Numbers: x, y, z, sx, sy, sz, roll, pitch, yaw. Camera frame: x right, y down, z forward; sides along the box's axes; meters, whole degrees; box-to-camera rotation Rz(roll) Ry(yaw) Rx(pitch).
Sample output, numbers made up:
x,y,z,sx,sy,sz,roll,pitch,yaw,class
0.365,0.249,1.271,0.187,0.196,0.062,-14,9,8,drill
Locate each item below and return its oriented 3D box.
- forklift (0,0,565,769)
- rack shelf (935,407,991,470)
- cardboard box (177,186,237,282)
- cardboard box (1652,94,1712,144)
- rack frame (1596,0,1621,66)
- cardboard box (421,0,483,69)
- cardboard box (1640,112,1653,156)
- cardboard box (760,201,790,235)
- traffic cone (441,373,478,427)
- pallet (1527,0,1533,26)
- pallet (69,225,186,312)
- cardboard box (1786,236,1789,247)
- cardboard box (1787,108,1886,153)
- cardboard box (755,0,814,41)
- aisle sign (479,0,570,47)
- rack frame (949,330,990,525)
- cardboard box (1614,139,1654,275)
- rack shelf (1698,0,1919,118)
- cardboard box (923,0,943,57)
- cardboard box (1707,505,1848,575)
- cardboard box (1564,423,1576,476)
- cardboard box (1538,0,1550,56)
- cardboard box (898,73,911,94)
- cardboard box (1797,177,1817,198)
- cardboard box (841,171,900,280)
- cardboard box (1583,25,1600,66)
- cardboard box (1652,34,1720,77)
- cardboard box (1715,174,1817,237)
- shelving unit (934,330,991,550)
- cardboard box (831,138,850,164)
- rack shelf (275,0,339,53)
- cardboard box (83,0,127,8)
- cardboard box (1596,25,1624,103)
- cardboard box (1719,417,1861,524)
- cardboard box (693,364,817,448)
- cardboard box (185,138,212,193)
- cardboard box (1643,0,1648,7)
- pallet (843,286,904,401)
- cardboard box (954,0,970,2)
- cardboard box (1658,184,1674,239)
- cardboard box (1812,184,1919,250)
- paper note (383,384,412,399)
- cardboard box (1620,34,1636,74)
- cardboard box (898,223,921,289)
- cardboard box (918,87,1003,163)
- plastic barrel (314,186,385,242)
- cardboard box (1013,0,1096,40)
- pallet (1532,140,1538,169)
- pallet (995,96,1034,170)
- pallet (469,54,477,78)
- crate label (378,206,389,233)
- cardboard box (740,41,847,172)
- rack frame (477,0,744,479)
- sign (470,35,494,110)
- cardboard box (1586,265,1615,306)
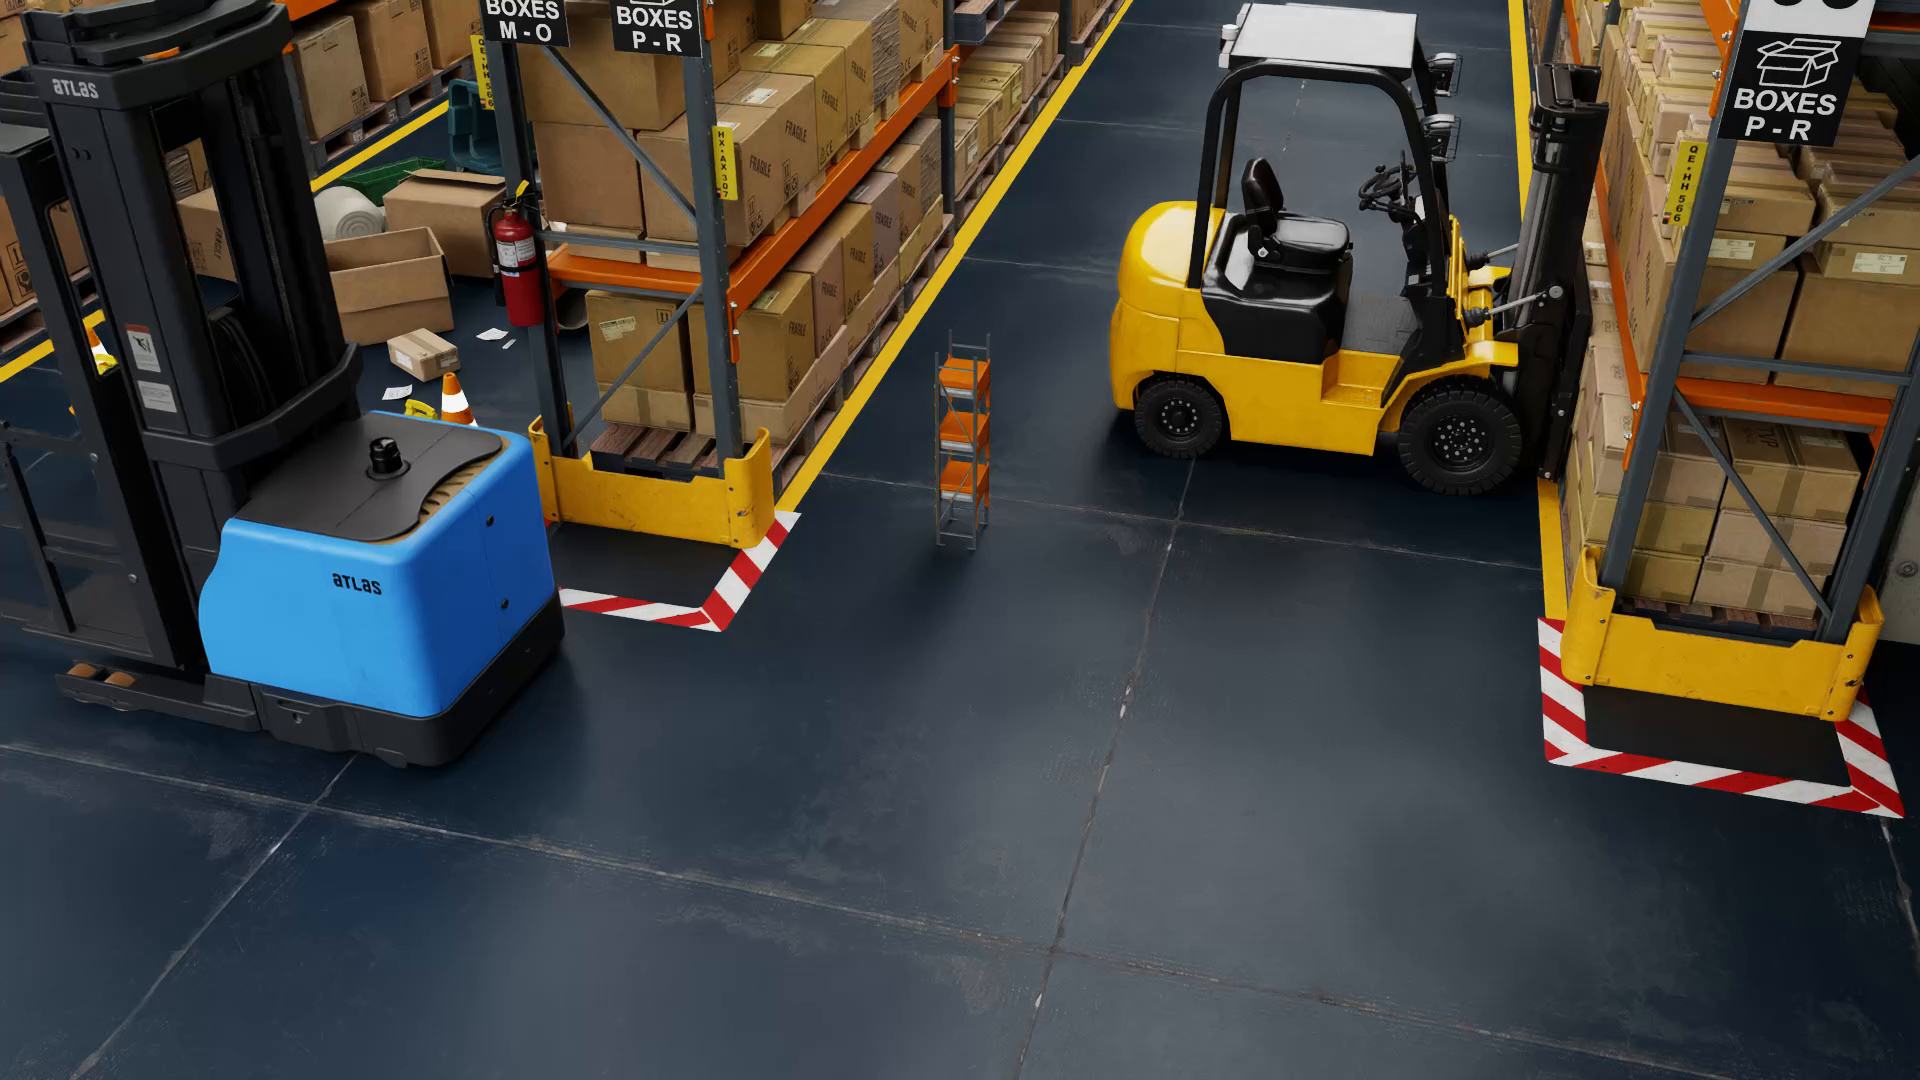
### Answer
x,y,z,sx,sy,sz,roll,pitch,yaw,class
-3.344,-0.765,6.721,3.031,2.935,1.130,10,34,15,forklift
0.014,-0.462,8.018,0.215,0.259,0.240,8,33,12,rack shelf
-4.749,-2.042,10.994,0.500,0.500,0.500,14,35,21,cardboard box
3.307,-1.867,7.416,0.380,0.149,0.250,9,33,14,cardboard box
4.268,-2.746,9.773,1.000,3.000,0.127,8,33,12,rack frame
-4.792,-4.587,14.375,1.050,0.750,0.750,9,33,13,cardboard box
3.372,-1.873,7.703,0.380,0.149,0.250,8,33,13,cardboard box
-1.066,-1.646,8.277,0.380,0.149,0.250,7,33,11,cardboard box
-2.687,-0.672,8.876,0.336,0.463,0.334,8,33,12,traffic cone
6.129,-5.293,16.380,1.003,0.211,1.213,8,33,12,pallet
-5.924,-1.845,10.956,1.003,0.211,1.213,8,33,12,pallet
3.758,-1.205,7.256,0.500,0.500,0.500,9,34,14,cardboard box
3.817,-1.793,7.300,0.380,0.149,0.250,9,34,14,cardboard box
-1.204,-3.009,8.884,0.700,0.500,0.500,8,33,12,cardboard box
-1.845,-2.448,6.882,0.394,0.787,0.004,8,33,12,aisle sign
0.045,-0.534,8.112,0.200,1.050,0.008,8,33,12,rack frame
3.395,-1.537,7.779,0.500,0.500,0.500,7,33,11,cardboard box
3.761,-2.670,7.529,1.077,0.370,4.000,8,33,12,rack shelf
-0.406,-3.323,10.311,0.500,0.500,0.500,7,33,11,cardboard box
3.574,-0.114,7.338,0.500,0.250,0.500,9,33,13,cardboard box
3.338,-0.489,8.395,0.500,0.250,0.500,8,33,13,cardboard box
5.320,-4.451,14.394,0.500,0.500,0.500,8,33,12,cardboard box
-0.519,-2.850,10.172,0.380,0.149,0.250,8,33,13,cardboard box
3.662,-1.394,6.949,0.380,0.149,0.250,7,33,12,cardboard box
-0.680,-1.880,9.884,0.500,0.500,0.500,10,34,15,cardboard box
4.143,-2.980,10.281,0.500,0.250,0.500,9,33,13,cardboard box
3.650,-2.383,8.227,0.380,0.149,0.250,8,33,12,cardboard box
3.140,-1.326,6.565,0.380,0.149,0.250,8,33,12,cardboard box
0.014,-0.471,8.012,0.215,1.050,0.252,8,33,12,shelving unit
-0.820,-2.188,9.130,0.380,0.149,0.250,7,33,11,cardboard box
-4.840,-4.775,13.636,1.077,0.370,4.000,8,33,12,rack shelf
-5.798,-3.359,10.597,0.875,0.550,0.550,8,33,12,cardboard box
3.903,-2.593,9.440,0.500,0.500,0.500,7,33,11,cardboard box
3.558,-0.333,7.217,0.500,0.250,0.500,8,33,12,cardboard box
-1.077,-0.742,8.792,0.500,0.250,0.500,8,33,12,cardboard box
-5.575,-3.005,11.770,0.875,0.875,0.875,9,33,13,cardboard box
3.939,-2.912,9.059,0.380,0.149,0.250,9,33,13,cardboard box
-0.978,-1.254,10.027,1.003,0.211,1.213,8,33,12,pallet
-0.088,-3.735,11.171,0.380,0.149,0.250,8,33,13,cardboard box
3.106,-1.341,6.865,0.380,0.149,0.250,9,33,13,cardboard box
3.545,-1.257,6.456,0.380,0.149,0.250,7,33,11,cardboard box
-3.234,-0.853,9.563,0.148,0.019,0.142,-3,33,-4,paper note
3.695,-2.541,8.753,0.380,0.149,0.250,9,33,13,cardboard box
-0.549,-1.815,10.481,0.500,0.250,0.500,7,33,11,cardboard box
-0.224,-3.134,12.442,0.950,0.372,0.625,10,34,15,cardboard box
-4.151,-2.156,11.247,0.421,0.421,0.512,-21,38,-29,plastic barrel
0.737,-5.123,15.102,0.875,0.875,0.875,8,33,12,cardboard box
4.725,-2.592,12.130,1.003,0.211,1.213,8,33,12,pallet
-0.030,-3.282,13.216,1.003,0.211,1.213,8,33,12,pallet
-4.605,-4.541,15.197,1.003,0.211,1.213,8,33,12,pallet
-3.967,-2.268,11.690,0.298,0.136,0.250,-14,35,-21,crate label
-0.904,-2.254,8.628,0.500,0.500,0.500,7,33,11,cardboard box
-1.549,-1.344,7.568,1.000,3.000,0.127,8,33,12,rack frame
-2.081,-2.052,7.308,0.100,0.325,0.005,8,33,12,sign
3.447,-1.181,8.552,0.500,0.250,0.500,7,33,11,cardboard box
